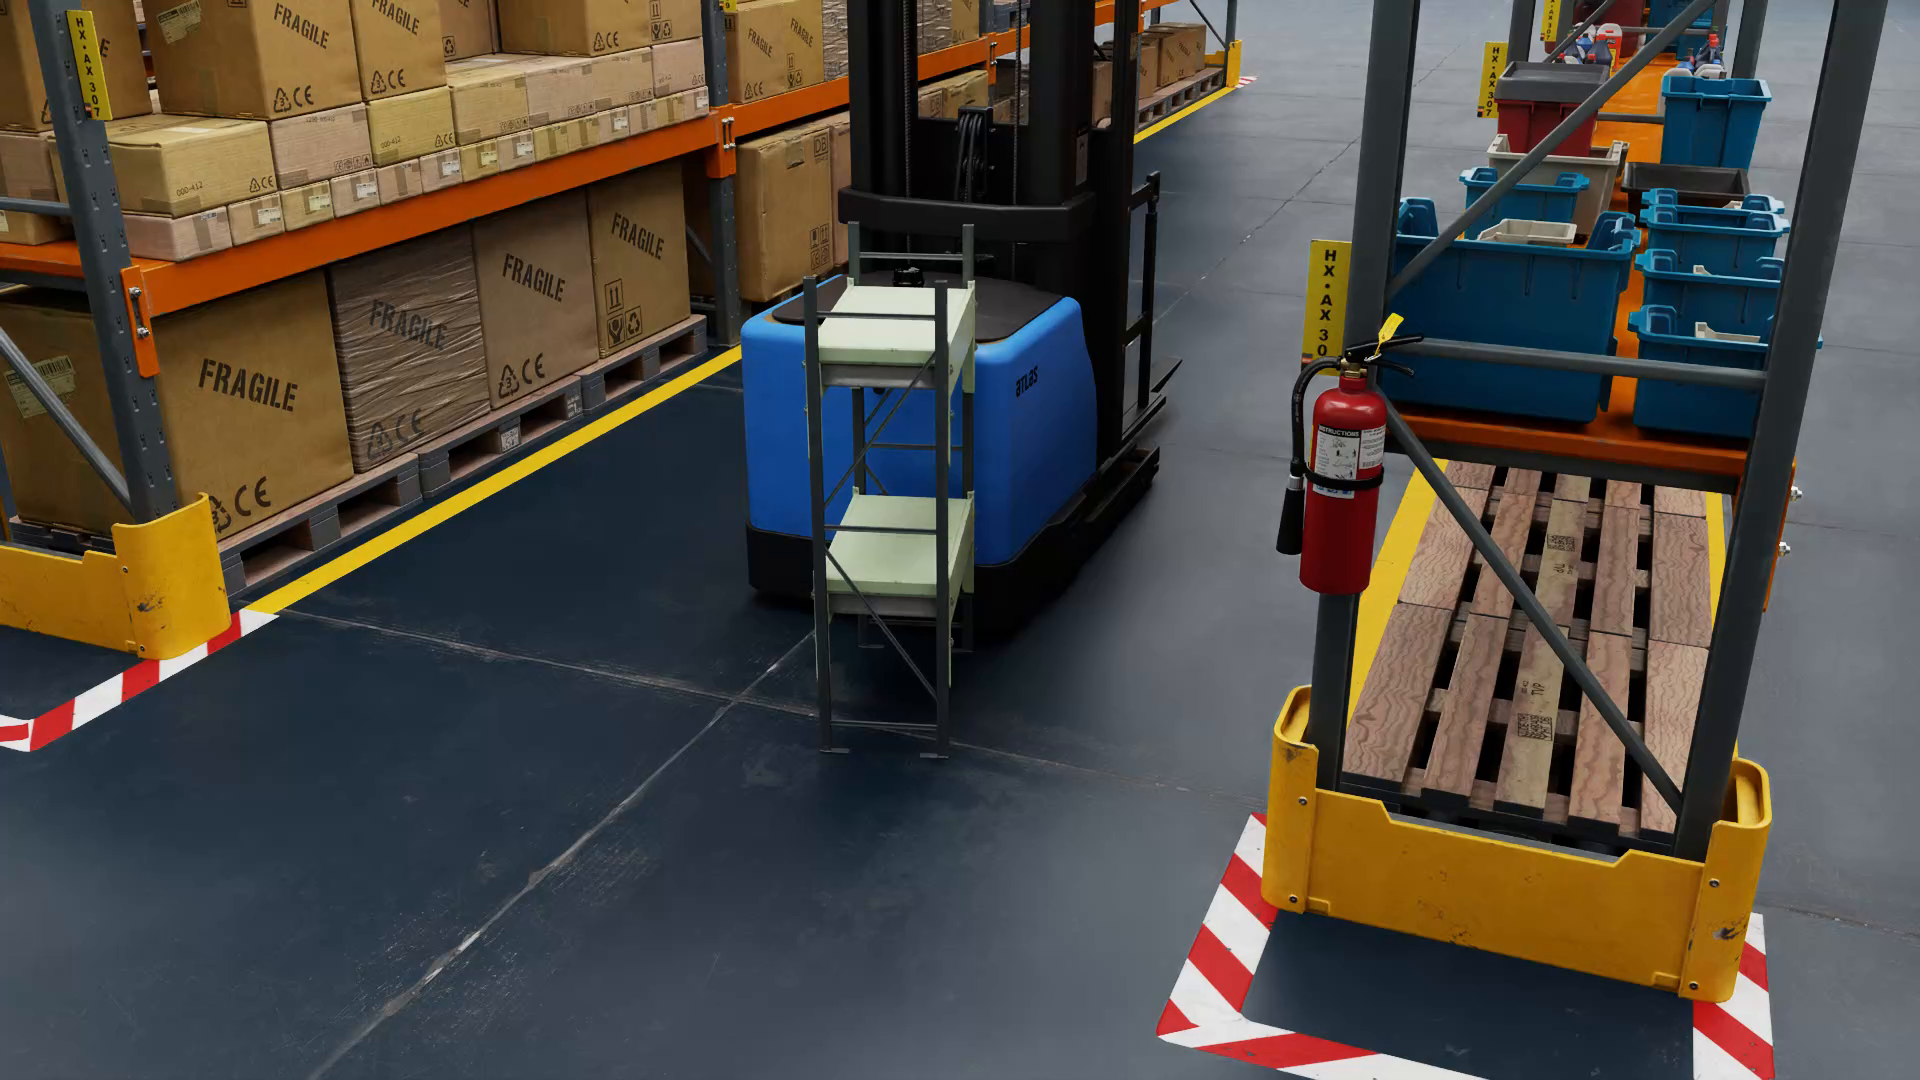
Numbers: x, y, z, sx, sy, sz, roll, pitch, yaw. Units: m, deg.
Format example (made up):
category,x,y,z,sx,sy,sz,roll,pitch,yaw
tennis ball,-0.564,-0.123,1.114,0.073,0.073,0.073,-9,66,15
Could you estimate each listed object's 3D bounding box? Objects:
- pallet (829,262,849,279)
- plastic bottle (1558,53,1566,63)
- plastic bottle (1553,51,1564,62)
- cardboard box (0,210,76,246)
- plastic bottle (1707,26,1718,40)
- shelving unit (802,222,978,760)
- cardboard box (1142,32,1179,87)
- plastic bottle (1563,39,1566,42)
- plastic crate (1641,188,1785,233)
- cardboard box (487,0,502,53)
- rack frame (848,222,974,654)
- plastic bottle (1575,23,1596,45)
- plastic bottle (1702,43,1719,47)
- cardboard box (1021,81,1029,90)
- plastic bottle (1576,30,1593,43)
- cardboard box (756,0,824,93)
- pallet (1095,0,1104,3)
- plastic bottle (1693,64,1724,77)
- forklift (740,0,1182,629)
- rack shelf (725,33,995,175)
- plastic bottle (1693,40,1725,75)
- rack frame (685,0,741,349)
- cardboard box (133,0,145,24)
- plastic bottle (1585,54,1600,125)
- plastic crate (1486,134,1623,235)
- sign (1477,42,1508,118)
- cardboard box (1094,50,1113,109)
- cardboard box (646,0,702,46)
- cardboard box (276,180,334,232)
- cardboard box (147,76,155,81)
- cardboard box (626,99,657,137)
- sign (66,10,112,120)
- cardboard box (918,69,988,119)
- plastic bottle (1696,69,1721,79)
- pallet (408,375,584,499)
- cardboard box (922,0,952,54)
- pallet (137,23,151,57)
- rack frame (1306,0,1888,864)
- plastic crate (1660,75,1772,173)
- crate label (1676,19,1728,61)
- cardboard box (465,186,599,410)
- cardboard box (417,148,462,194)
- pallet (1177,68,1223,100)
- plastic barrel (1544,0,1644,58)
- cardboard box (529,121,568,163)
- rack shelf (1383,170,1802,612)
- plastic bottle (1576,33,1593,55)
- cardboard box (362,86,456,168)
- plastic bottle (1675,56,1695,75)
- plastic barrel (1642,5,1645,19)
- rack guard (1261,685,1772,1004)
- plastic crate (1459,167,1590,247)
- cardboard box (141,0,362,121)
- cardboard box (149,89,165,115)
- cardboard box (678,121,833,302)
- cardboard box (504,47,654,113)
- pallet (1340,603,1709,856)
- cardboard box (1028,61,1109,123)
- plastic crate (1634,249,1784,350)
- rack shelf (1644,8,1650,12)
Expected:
category,x,y,z,sx,sy,sz,roll,pitch,yaw
pallet,-1.052,-1.982,11.222,1.003,0.211,1.213,9,24,20
plastic bottle,2.984,-2.254,8.318,0.144,0.351,0.185,9,24,20
plastic bottle,3.227,-2.500,8.995,0.061,0.283,0.133,9,24,20
cardboard box,-3.380,-1.171,5.988,0.380,0.149,0.250,9,24,21
plastic bottle,4.610,-3.007,10.208,0.061,0.283,0.133,9,24,20
shelving unit,-0.195,-0.166,5.202,0.431,1.500,0.755,2,23,6
cardboard box,2.049,-5.217,18.047,0.500,0.500,0.500,11,25,25
plastic bottle,3.432,-2.697,9.466,0.061,0.283,0.133,9,24,20
plastic crate,2.390,-0.974,5.329,0.416,0.233,0.300,9,24,20
cardboard box,-2.326,-2.648,8.034,0.500,0.500,0.500,9,24,20
rack frame,-0.156,-0.307,5.538,0.400,1.500,0.023,2,23,6
plastic bottle,3.903,-3.100,10.442,0.152,0.276,0.135,9,24,20
plastic bottle,4.392,-2.810,9.753,0.097,0.271,0.097,0,23,0
cardboard box,0.394,-3.672,14.321,0.700,0.500,0.500,11,25,24
plastic bottle,3.731,-2.935,10.045,0.152,0.276,0.135,9,24,20
cardboard box,-1.132,-2.899,9.669,0.500,0.500,0.500,9,24,20
pallet,0.832,-5.066,15.234,1.003,0.211,1.213,9,24,20
plastic bottle,3.834,-2.303,8.533,0.152,0.276,0.135,9,24,20
forklift,0.237,-1.577,6.724,1.130,2.935,3.031,9,24,20
rack shelf,-0.978,-2.928,10.801,1.077,0.370,4.000,9,24,20
plastic bottle,3.969,-2.464,8.821,0.144,0.351,0.185,9,24,20
rack frame,-1.720,-2.544,8.949,1.000,3.000,0.127,9,24,20
cardboard box,-5.617,-3.543,11.122,0.380,0.149,0.250,9,24,21
plastic bottle,3.118,-2.233,8.269,0.144,0.351,0.185,9,24,20
plastic crate,2.140,-1.288,6.017,0.437,0.282,0.530,9,24,20
sign,2.368,-2.042,7.388,0.100,0.325,0.005,9,24,20
cardboard box,1.437,-4.585,16.532,0.500,0.500,0.500,8,24,18
cardboard box,-1.643,-2.755,8.290,0.500,0.500,0.500,10,24,22
cardboard box,-2.579,-1.260,6.201,0.380,0.149,0.250,8,24,19
cardboard box,-8.950,-4.841,17.313,0.950,0.372,0.625,8,24,19
cardboard box,-1.720,-2.088,8.183,0.380,0.149,0.250,8,24,19
sign,-2.693,-1.467,5.144,0.100,0.325,0.005,9,24,20
cardboard box,-0.510,-2.945,12.120,1.225,0.875,0.875,8,24,18
plastic bottle,3.748,-2.220,8.334,0.152,0.276,0.135,9,24,20
pallet,-2.527,-0.558,7.813,1.003,0.211,1.213,9,24,20
cardboard box,-0.378,-3.632,11.423,0.500,0.500,0.500,9,24,20
pallet,-5.869,-3.454,11.377,1.003,0.211,1.213,9,24,20
rack frame,1.392,-0.403,3.824,1.000,3.000,0.127,9,24,20
plastic crate,3.021,-1.639,6.726,0.392,0.384,0.575,9,24,20
crate label,4.868,-3.286,10.943,0.303,0.233,0.416,9,24,20
cardboard box,-2.374,-1.211,7.968,0.875,0.875,0.875,9,24,20
cardboard box,-2.293,-1.537,6.864,0.380,0.149,0.250,8,24,19
pallet,2.374,-5.239,19.018,1.003,0.211,1.213,9,24,20
plastic barrel,4.255,-3.538,11.153,0.600,0.536,0.708,9,24,20
cardboard box,-2.007,-1.812,7.522,0.380,0.149,0.250,8,24,19
rack shelf,2.135,-0.787,5.676,1.077,0.370,4.000,9,24,20
plastic bottle,3.719,-2.886,9.936,0.097,0.271,0.097,0,23,0
cardboard box,-2.400,-1.680,6.689,0.500,0.250,0.500,8,24,18
plastic bottle,3.841,-2.429,8.840,0.097,0.271,0.097,0,23,0
plastic barrel,5.216,-4.182,13.050,0.301,0.262,0.301,0,23,0
rack guard,1.396,0.760,4.281,1.175,0.500,0.348,9,24,20
plastic crate,1.917,-1.126,5.692,0.416,0.233,0.300,9,24,20
cardboard box,-2.592,-1.839,6.096,0.500,0.500,0.500,8,24,19
cardboard box,-3.084,-1.573,6.434,0.500,0.250,0.500,8,24,19
cardboard box,-1.501,-1.989,9.832,1.225,0.875,0.875,9,24,20
cardboard box,-1.831,-2.231,8.008,0.500,0.250,0.500,10,24,22
pallet,1.735,0.594,5.055,1.003,0.211,1.213,9,24,20
cardboard box,1.003,-4.240,15.681,0.700,0.500,0.500,7,24,16
plastic crate,2.034,-0.631,4.508,0.416,0.233,0.300,9,24,20
rack shelf,6.593,-5.081,15.957,1.077,0.370,4.000,9,24,20
